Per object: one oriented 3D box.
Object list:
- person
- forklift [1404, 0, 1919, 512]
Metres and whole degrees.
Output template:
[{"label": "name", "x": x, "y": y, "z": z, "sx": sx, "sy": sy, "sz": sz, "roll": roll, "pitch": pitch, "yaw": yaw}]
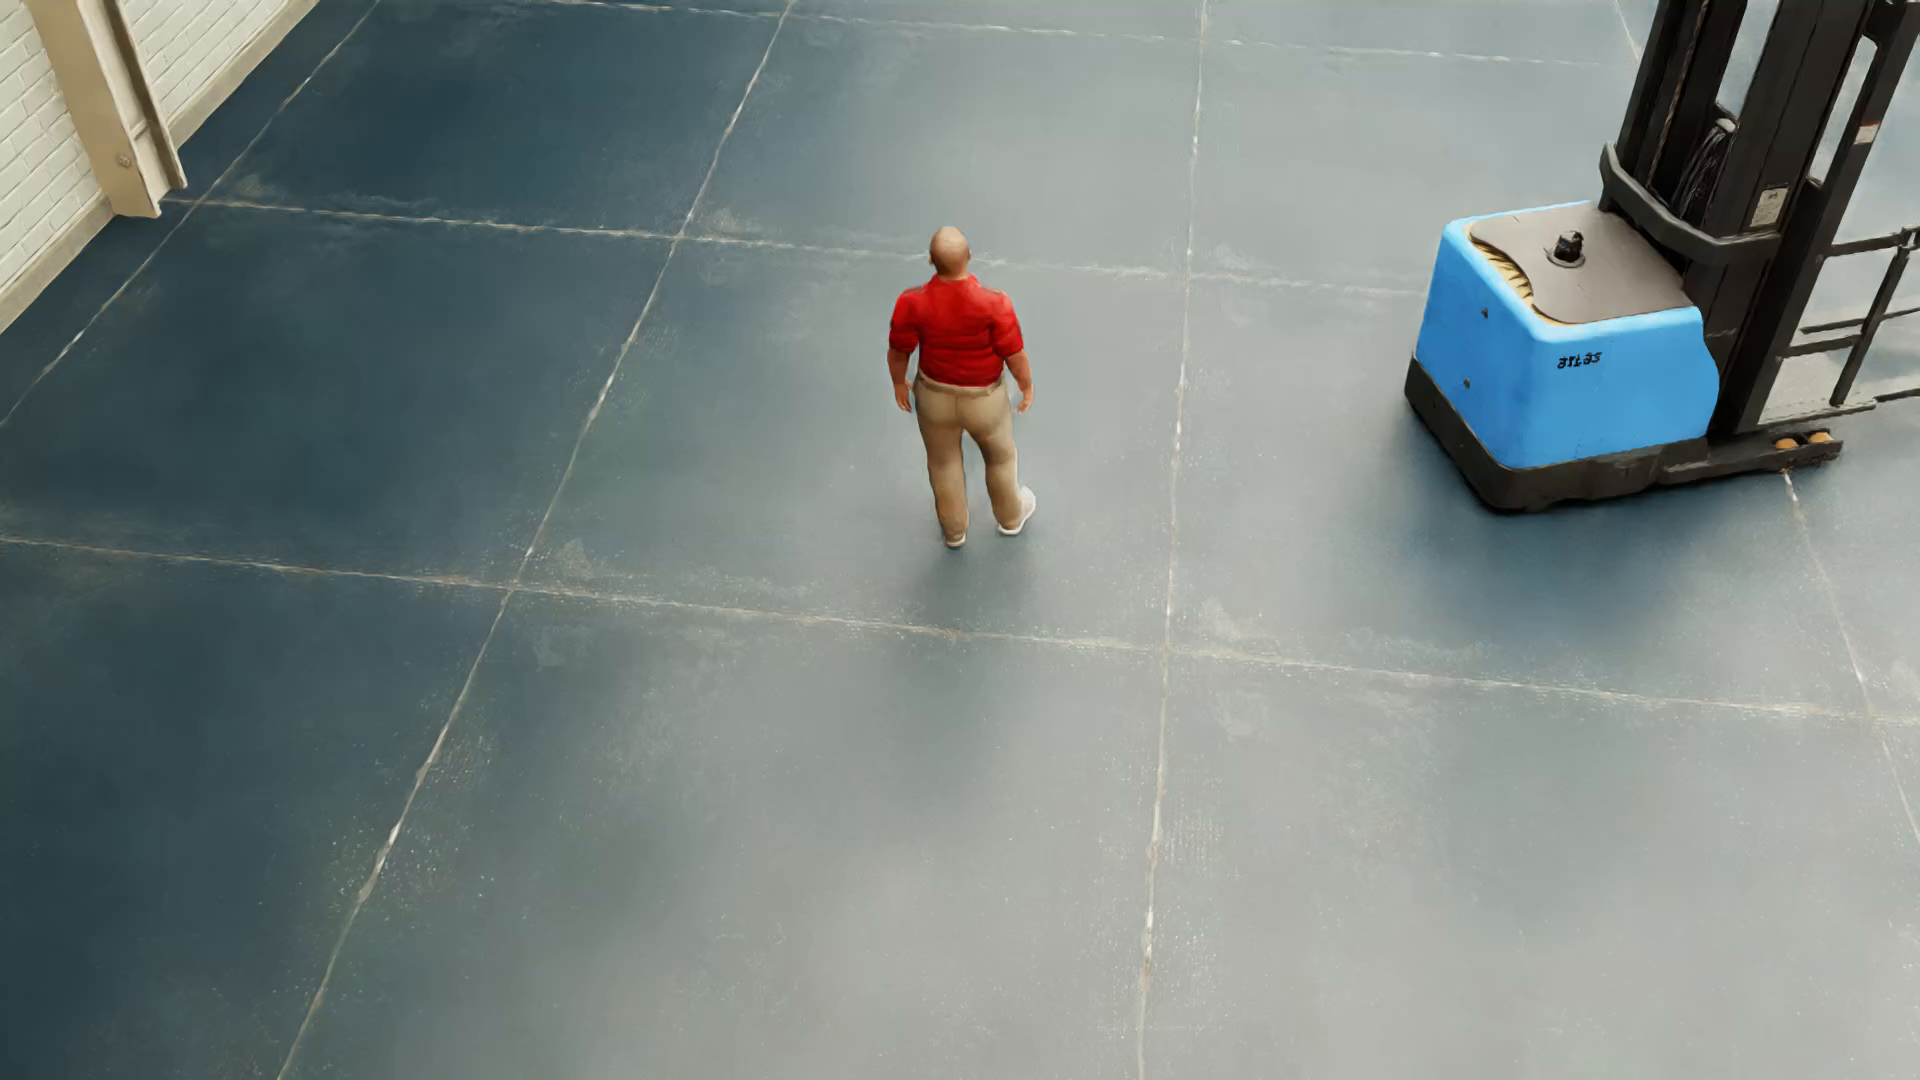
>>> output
[{"label": "person", "x": 0.024, "y": -0.701, "z": 7.366, "sx": 0.640, "sy": 1.726, "sz": 0.550, "roll": 5, "pitch": 43, "yaw": 6}, {"label": "forklift", "x": 3.876, "y": -1.756, "z": 7.636, "sx": 3.031, "sy": 2.935, "sz": 1.130, "roll": -10, "pitch": 43, "yaw": -11}]
